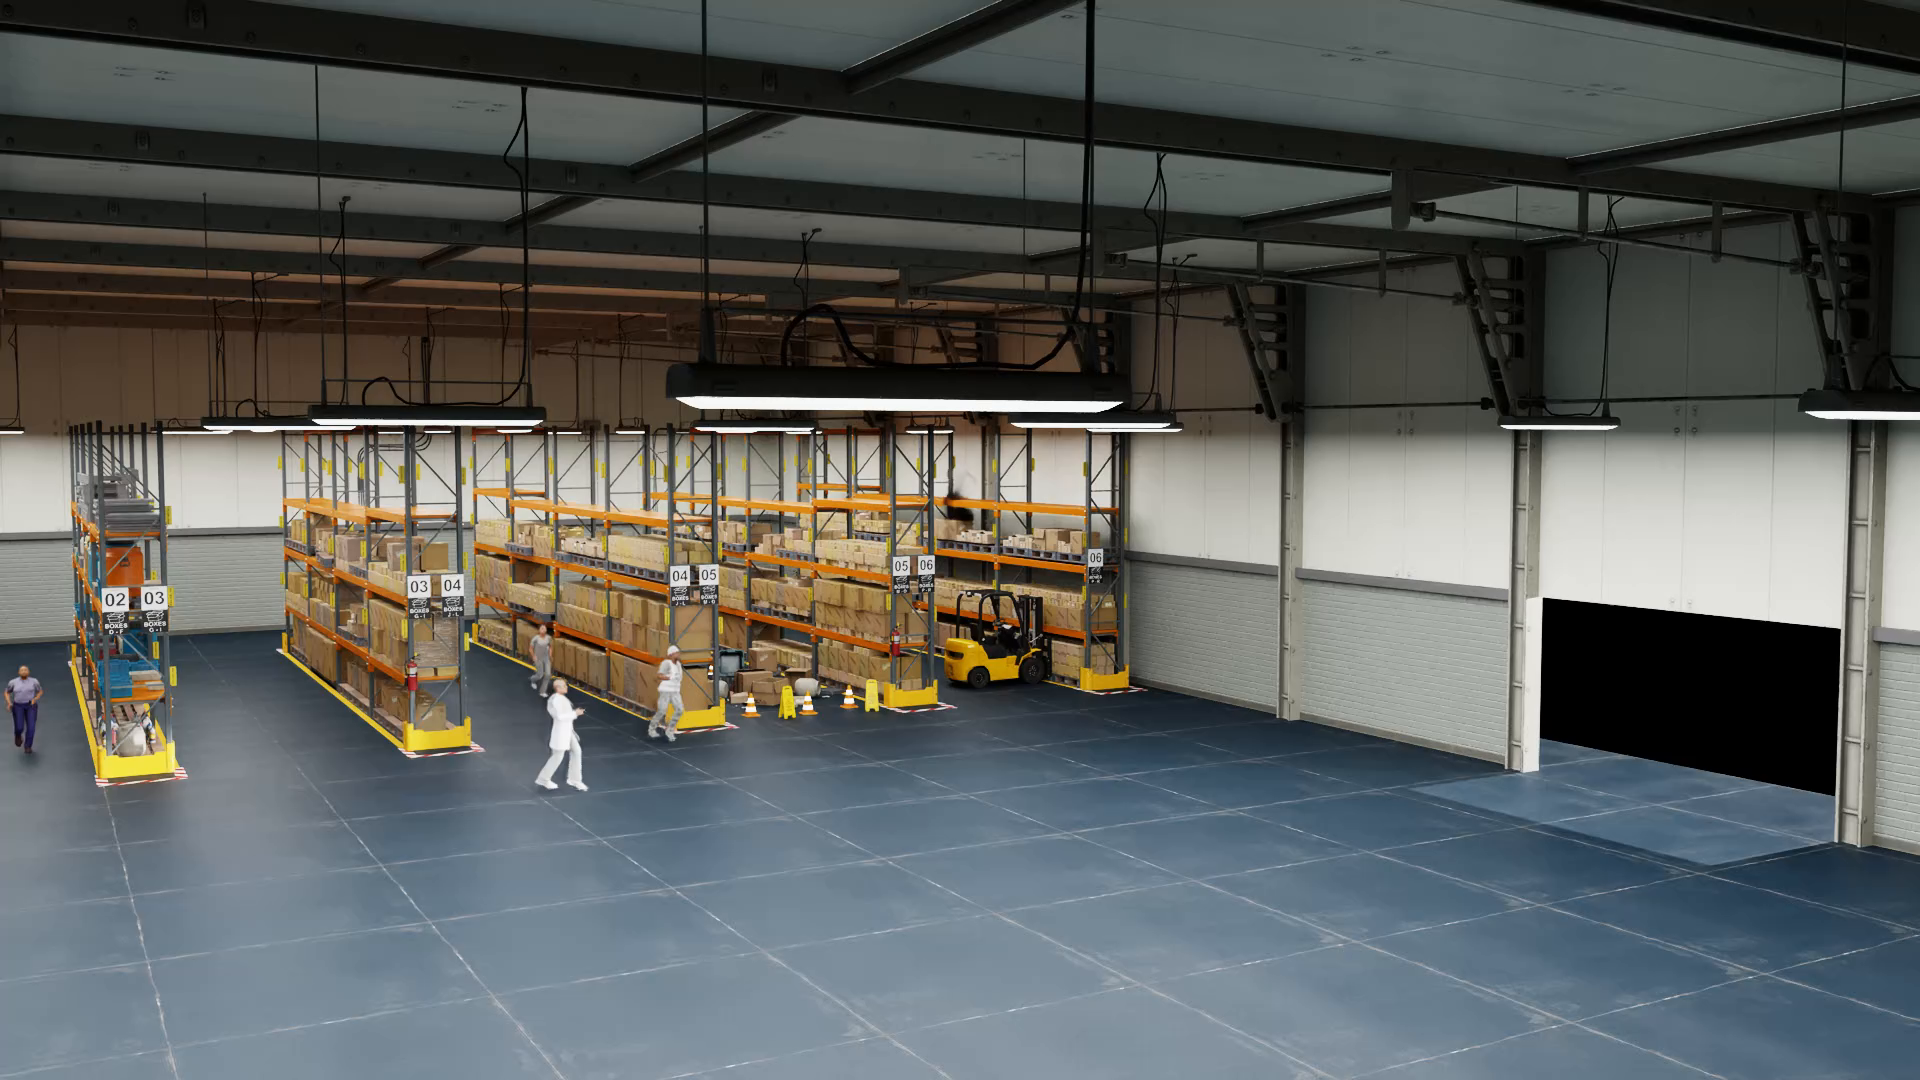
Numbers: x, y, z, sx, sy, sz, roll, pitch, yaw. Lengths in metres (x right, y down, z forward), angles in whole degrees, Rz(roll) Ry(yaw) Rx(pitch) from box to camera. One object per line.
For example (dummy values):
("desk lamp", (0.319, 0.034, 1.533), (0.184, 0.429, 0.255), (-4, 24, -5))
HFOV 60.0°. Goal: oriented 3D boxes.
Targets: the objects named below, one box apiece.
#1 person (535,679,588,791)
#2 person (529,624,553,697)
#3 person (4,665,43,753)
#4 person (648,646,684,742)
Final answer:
("person", (-6.423, 3.161, 26.851), (0.796, 1.831, 0.685), (0, 4, -1))
("person", (-9.278, 2.646, 36.800), (0.550, 1.620, 0.622), (-3, 4, -37))
("person", (-16.962, 3.065, 30.156), (0.611, 1.604, 0.547), (-2, 4, -33))
("person", (-5.474, 2.905, 31.526), (0.721, 1.793, 0.685), (2, 4, 35))
